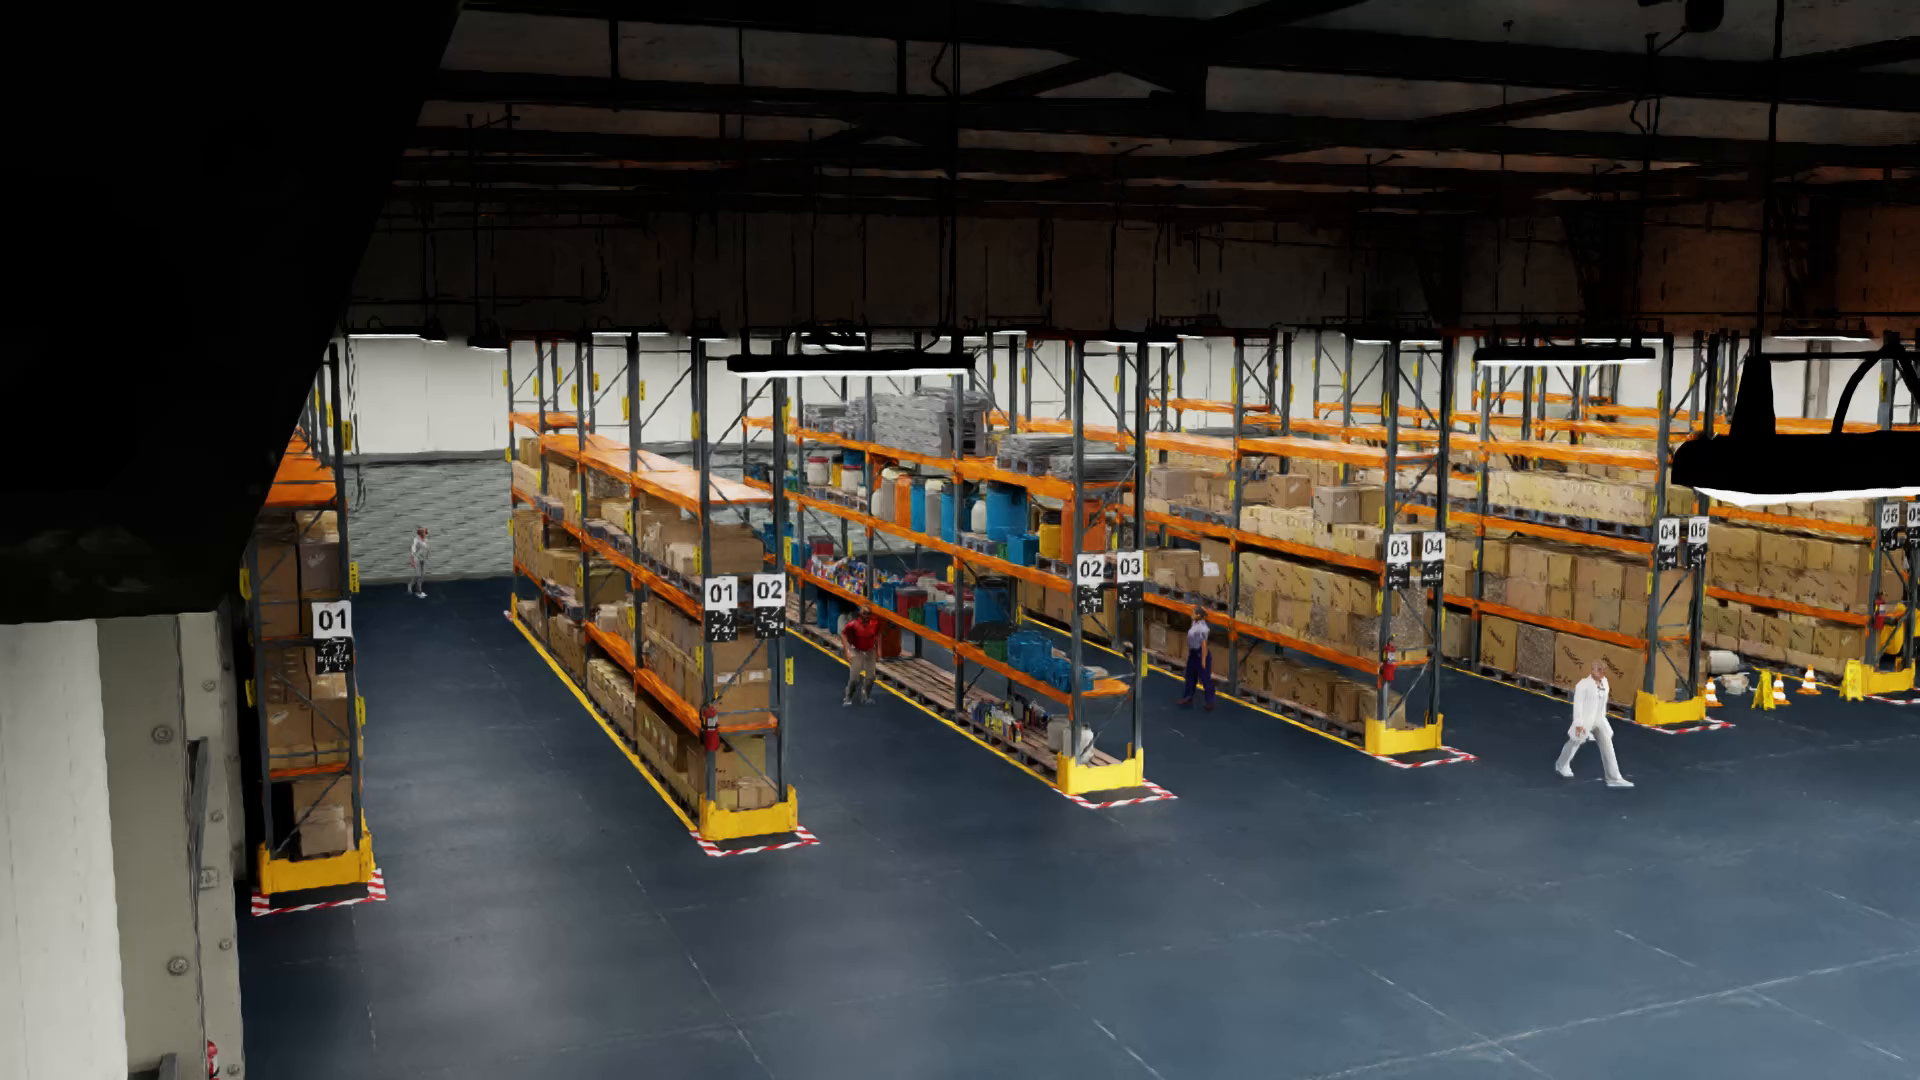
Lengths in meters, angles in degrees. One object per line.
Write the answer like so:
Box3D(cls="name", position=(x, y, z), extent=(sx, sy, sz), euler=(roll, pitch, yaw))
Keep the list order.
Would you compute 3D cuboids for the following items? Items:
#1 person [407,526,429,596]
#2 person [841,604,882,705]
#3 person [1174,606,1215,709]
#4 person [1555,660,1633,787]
Box3D(cls="person", position=(-12.187, 0.472, 37.355), extent=(0.491, 1.589, 0.474), euler=(4, 9, 28))
Box3D(cls="person", position=(-1.590, 1.848, 26.963), extent=(0.682, 1.675, 0.535), euler=(-4, 9, -24))
Box3D(cls="person", position=(3.792, 1.868, 26.825), extent=(0.600, 1.639, 0.684), euler=(-1, 8, -11))
Box3D(cls="person", position=(8.514, 2.438, 22.375), extent=(0.598, 1.698, 1.172), euler=(-3, 8, -20))
